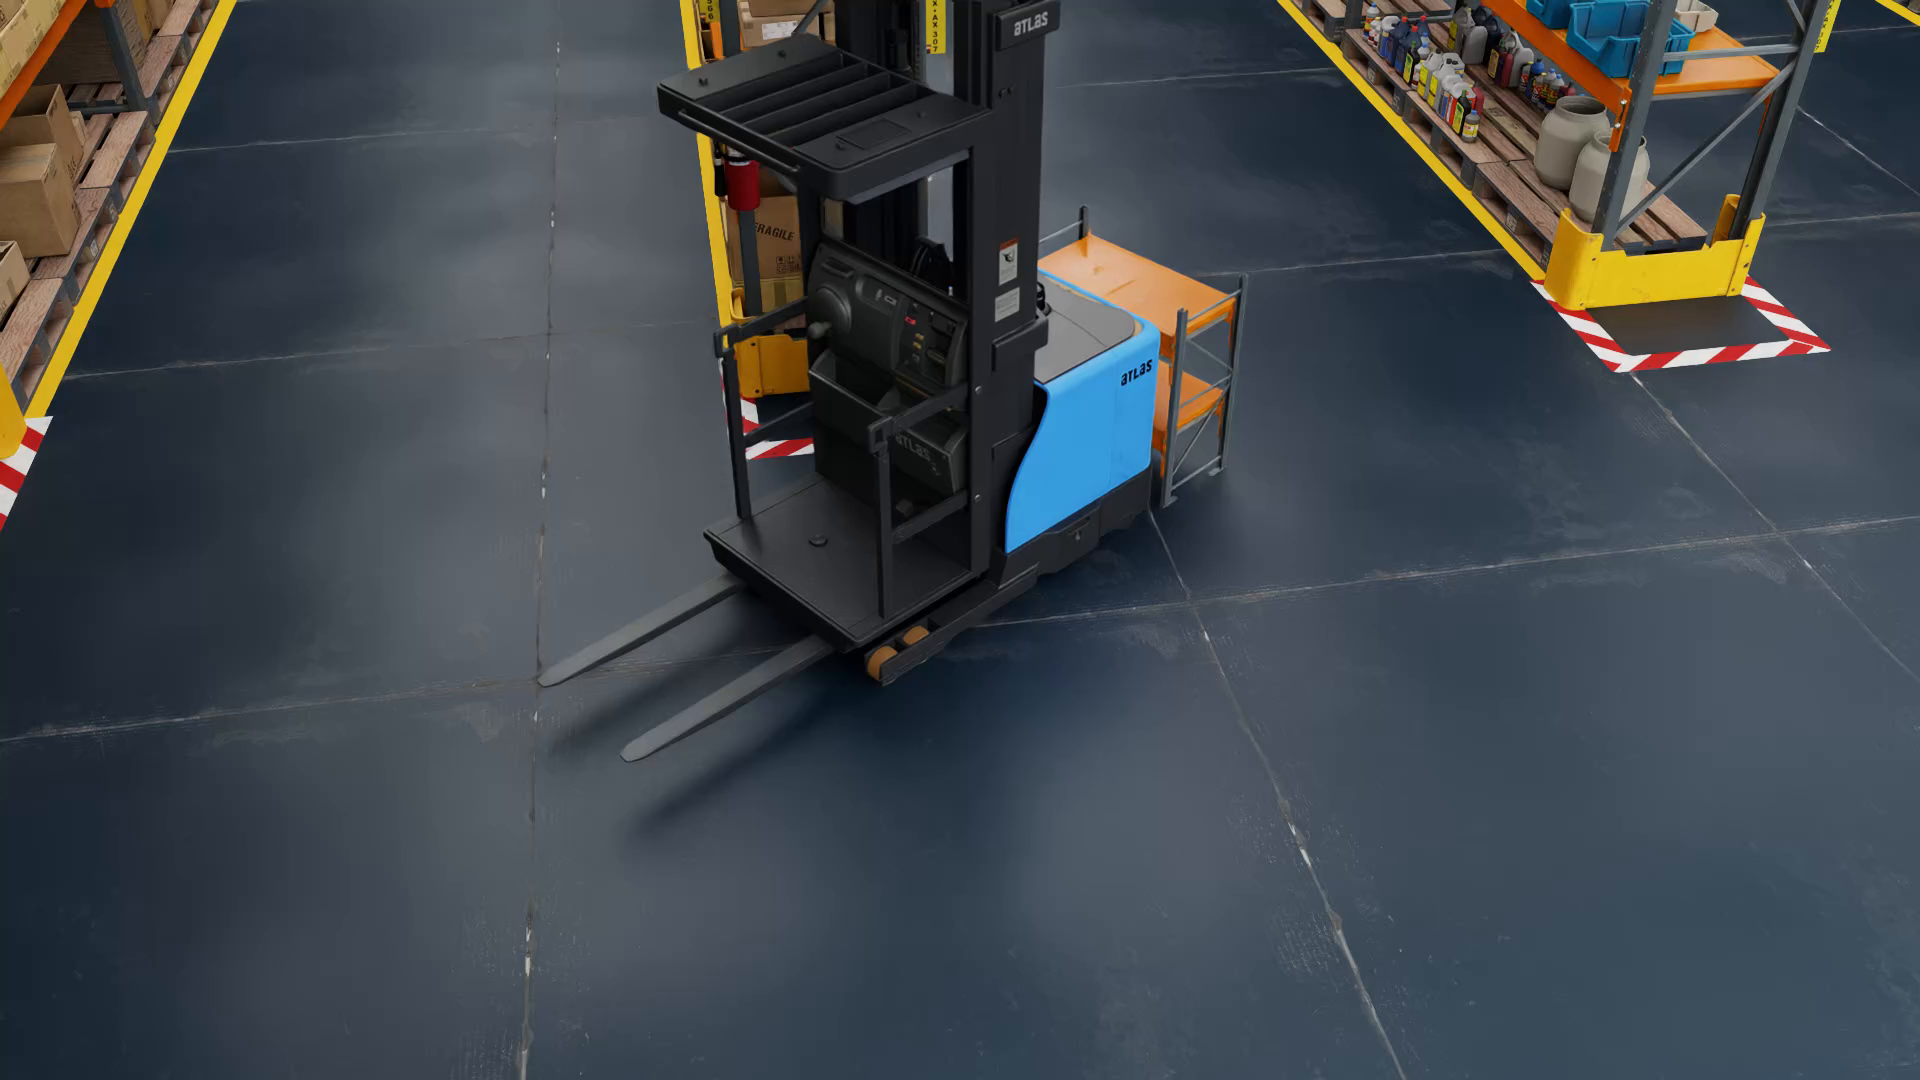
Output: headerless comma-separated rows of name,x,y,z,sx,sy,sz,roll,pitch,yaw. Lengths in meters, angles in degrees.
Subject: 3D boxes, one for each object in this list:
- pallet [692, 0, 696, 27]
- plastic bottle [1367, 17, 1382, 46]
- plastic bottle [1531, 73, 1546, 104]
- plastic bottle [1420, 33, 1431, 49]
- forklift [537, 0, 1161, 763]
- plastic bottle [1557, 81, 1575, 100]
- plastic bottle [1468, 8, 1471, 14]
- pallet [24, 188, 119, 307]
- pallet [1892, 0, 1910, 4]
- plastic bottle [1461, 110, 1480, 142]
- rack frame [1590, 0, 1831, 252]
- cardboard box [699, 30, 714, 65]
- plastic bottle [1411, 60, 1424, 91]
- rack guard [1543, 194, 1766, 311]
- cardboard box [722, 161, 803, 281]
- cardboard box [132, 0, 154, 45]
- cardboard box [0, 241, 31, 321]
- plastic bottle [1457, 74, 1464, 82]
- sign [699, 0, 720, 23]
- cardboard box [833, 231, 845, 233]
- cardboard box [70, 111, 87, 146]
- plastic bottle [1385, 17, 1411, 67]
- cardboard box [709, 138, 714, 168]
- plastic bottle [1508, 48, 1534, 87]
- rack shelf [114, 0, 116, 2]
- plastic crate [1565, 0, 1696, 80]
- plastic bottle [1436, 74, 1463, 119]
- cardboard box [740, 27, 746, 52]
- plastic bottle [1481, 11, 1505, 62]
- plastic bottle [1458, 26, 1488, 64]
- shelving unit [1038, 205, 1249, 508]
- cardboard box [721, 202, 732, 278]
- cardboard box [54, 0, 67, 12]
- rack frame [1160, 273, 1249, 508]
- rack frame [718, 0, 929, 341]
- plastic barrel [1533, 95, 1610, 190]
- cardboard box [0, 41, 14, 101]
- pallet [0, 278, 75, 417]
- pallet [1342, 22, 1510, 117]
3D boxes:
pallet,-1.755,-4.635,13.944,1.003,0.211,1.213,-6,38,-8
plastic bottle,3.149,-3.855,12.590,0.097,0.201,0.097,0,38,0
plastic bottle,4.102,-3.196,11.741,0.097,0.201,0.097,0,38,0
plastic bottle,3.384,-3.577,12.175,0.097,0.271,0.097,0,38,0
forklift,-0.467,-0.883,6.897,3.031,2.935,1.130,-30,47,-33
plastic bottle,4.176,-3.040,11.473,0.061,0.283,0.133,-6,38,-7
plastic bottle,3.877,-3.971,12.738,0.097,0.201,0.097,0,38,0
pallet,-5.877,-1.781,10.270,1.003,0.211,1.213,-6,38,-8
pallet,8.245,-4.989,14.400,1.003,0.211,1.213,-6,38,-8
plastic bottle,3.455,-2.802,11.234,0.097,0.201,0.097,0,38,0
rack frame,4.208,-2.672,9.144,1.000,3.000,0.127,-6,38,-8
cardboard box,-1.422,-3.015,10.874,0.500,0.500,0.500,-6,38,-8
plastic bottle,3.300,-3.337,11.922,0.097,0.201,0.097,0,38,0
rack guard,4.149,-1.725,9.963,1.175,0.500,0.348,-6,38,-8
cardboard box,-1.056,-1.809,9.321,0.500,0.500,0.500,-6,38,-8
cardboard box,-6.532,-3.958,12.479,0.700,0.500,0.500,-7,38,-9
cardboard box,-5.678,-1.490,9.456,0.500,0.311,0.500,-3,38,-4
plastic bottle,3.491,-3.180,11.721,0.097,0.201,0.097,0,38,0
sign,-1.206,-2.642,7.969,0.100,0.325,0.005,-6,38,-8
cardboard box,-0.544,-1.569,9.623,0.500,0.250,0.500,-6,38,-8
cardboard box,-6.123,-2.757,11.204,0.380,0.166,0.250,-11,39,-14
plastic bottle,3.240,-3.683,12.246,0.144,0.351,0.185,-5,38,-7
cardboard box,-1.422,-2.719,11.104,0.500,0.250,0.500,-6,38,-8
plastic bottle,4.019,-3.418,11.966,0.152,0.276,0.135,-6,38,-7
rack shelf,-6.597,-4.946,12.658,1.077,0.370,4.000,-6,38,-8
plastic crate,3.826,-2.883,9.537,0.499,0.251,0.616,-6,38,-8
plastic bottle,3.413,-3.071,11.519,0.152,0.276,0.135,-7,38,-9
cardboard box,-0.916,-3.081,9.589,0.700,0.500,0.500,-6,38,-8
plastic bottle,3.937,-3.741,12.321,0.144,0.351,0.185,-8,39,-10
plastic bottle,3.796,-3.681,12.304,0.152,0.276,0.135,-6,38,-8
shelving unit,0.835,-0.941,8.444,0.538,1.125,1.048,-31,48,-34
cardboard box,-1.153,-1.814,9.939,0.500,0.250,0.500,-6,38,-8
cardboard box,-5.786,-3.415,10.207,0.500,0.250,0.500,-6,38,-8
rack frame,1.193,-0.720,8.160,0.500,1.125,0.032,-31,48,-34
rack frame,-0.669,-2.141,8.461,1.000,3.000,0.127,-6,38,-8
plastic barrel,3.930,-2.547,10.669,0.421,0.512,0.421,0,38,0
cardboard box,-5.507,-2.504,9.034,0.500,0.250,0.500,-7,38,-9
pallet,-5.666,-1.045,9.323,1.003,0.211,1.213,-6,38,-8
pallet,3.584,-3.576,12.581,1.003,0.211,1.213,-6,38,-8
